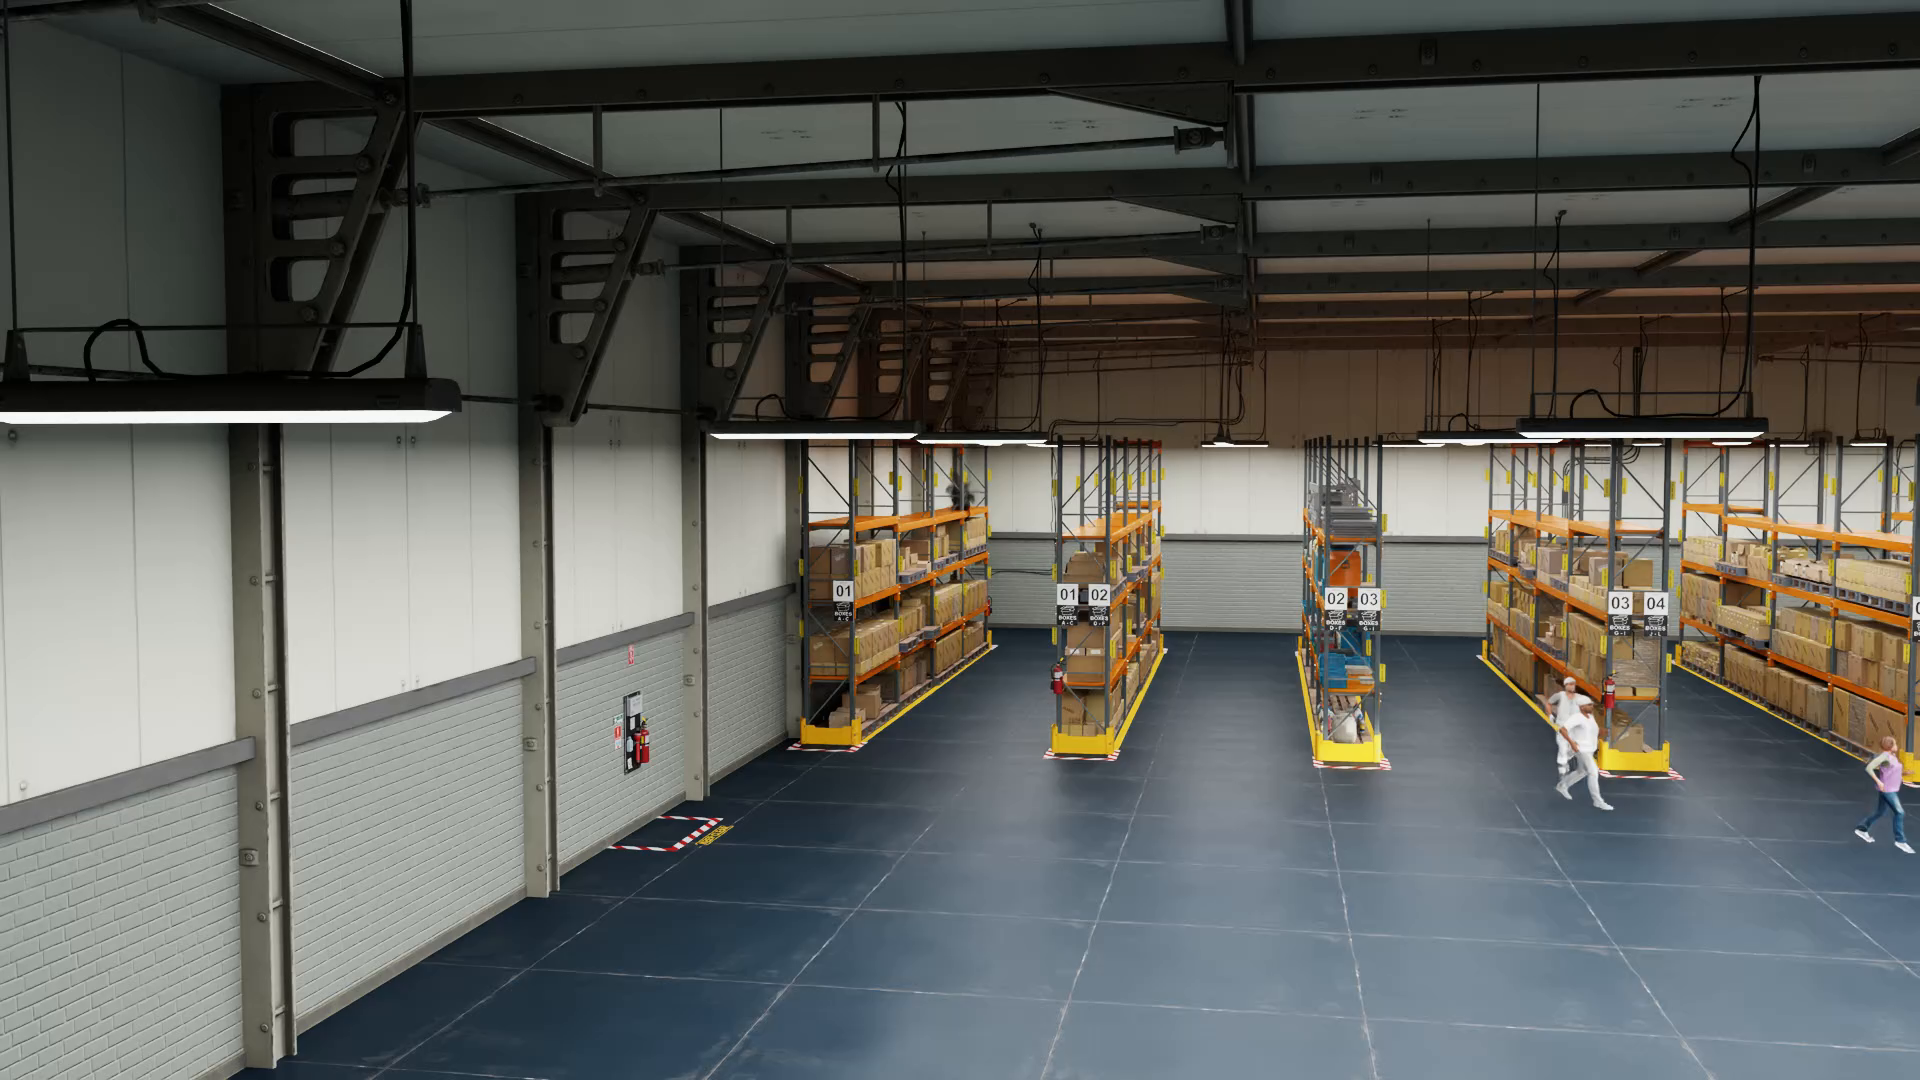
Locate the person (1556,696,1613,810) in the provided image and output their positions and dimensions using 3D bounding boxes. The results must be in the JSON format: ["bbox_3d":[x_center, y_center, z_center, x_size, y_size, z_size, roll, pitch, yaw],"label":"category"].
[{"bbox_3d":[9.997,3.370,26.594,0.982,1.757,0.700,3,4,41],"label":"person"}]

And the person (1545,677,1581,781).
[{"bbox_3d":[10.659,3.279,29.138,0.695,1.756,0.908,0,3,6],"label":"person"}]

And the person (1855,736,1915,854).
[{"bbox_3d":[13.259,3.622,23.809,0.777,1.623,0.518,2,4,38],"label":"person"}]
